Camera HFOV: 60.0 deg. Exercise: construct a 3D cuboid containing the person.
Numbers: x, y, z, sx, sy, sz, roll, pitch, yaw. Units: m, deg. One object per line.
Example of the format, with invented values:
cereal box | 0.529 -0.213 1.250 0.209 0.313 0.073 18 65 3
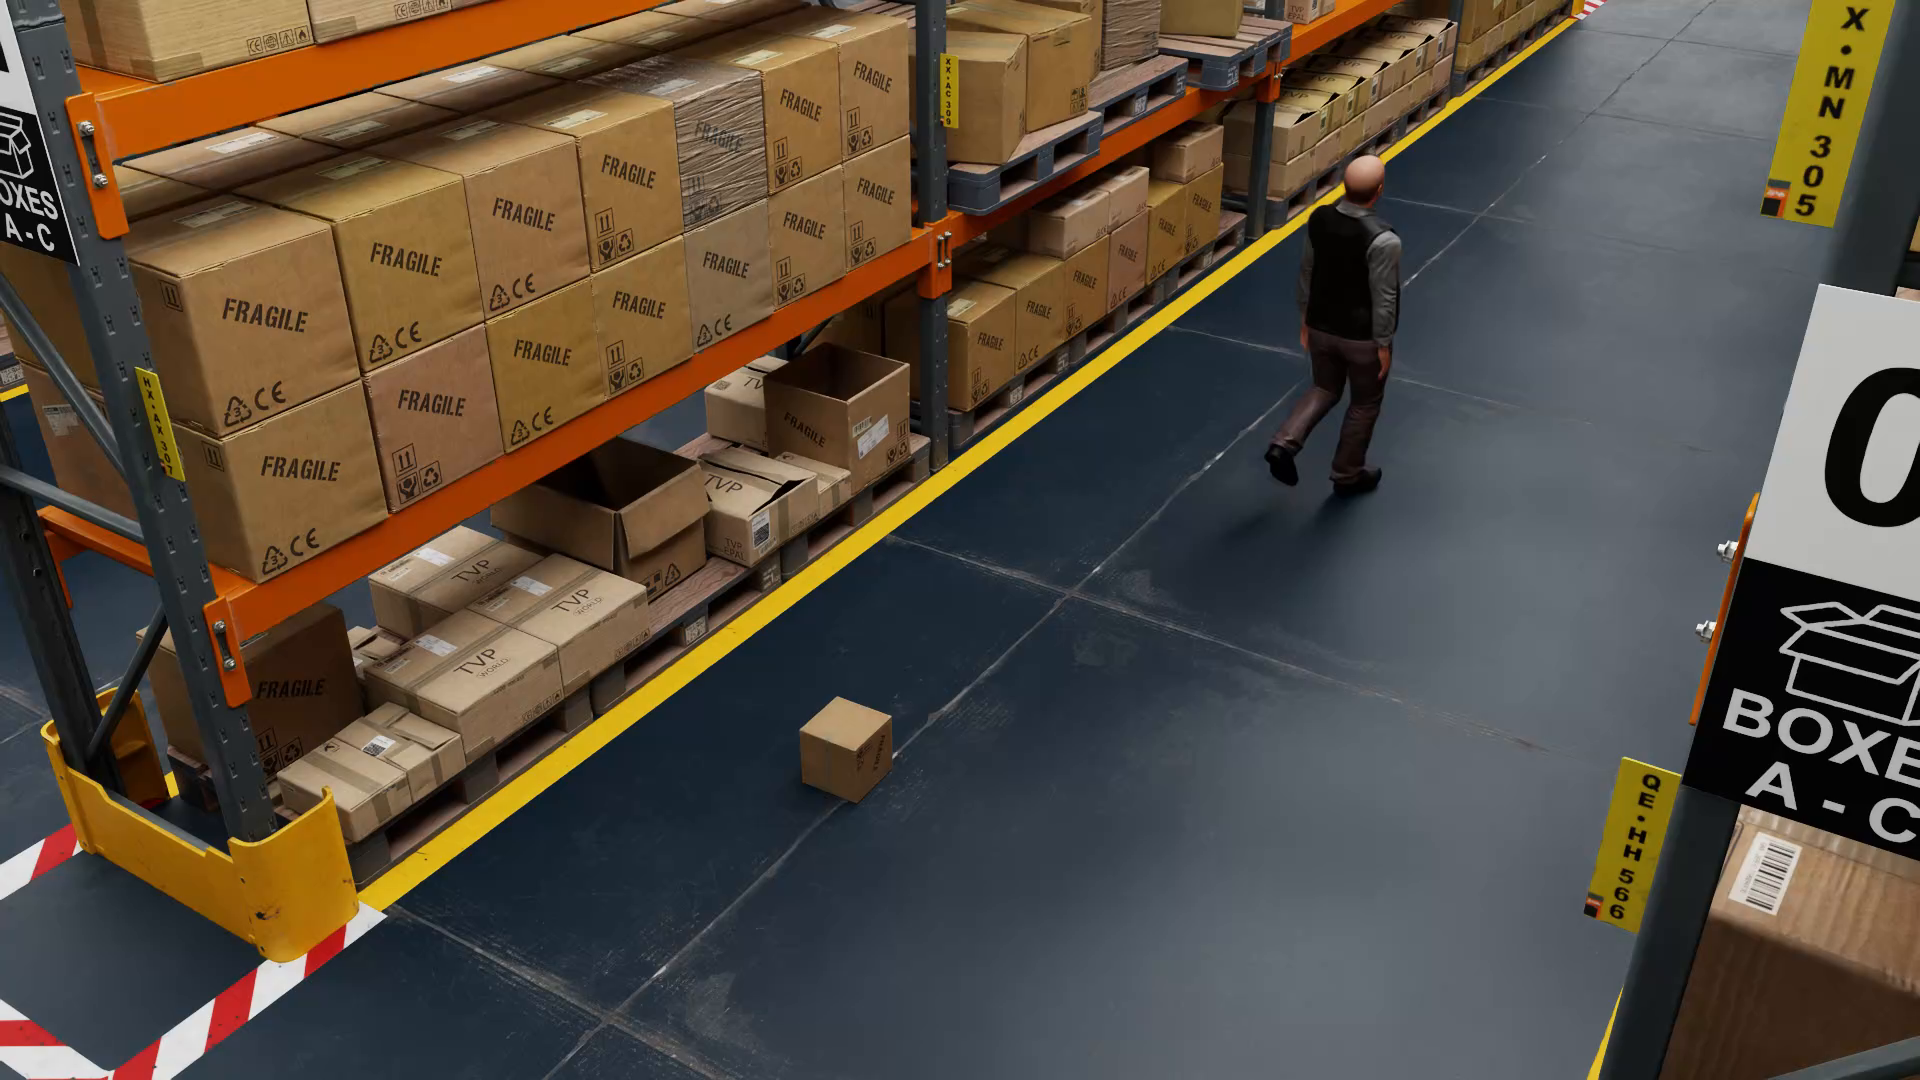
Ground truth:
person | 1.794 -0.972 7.792 0.679 1.703 0.542 -23 37 -34
